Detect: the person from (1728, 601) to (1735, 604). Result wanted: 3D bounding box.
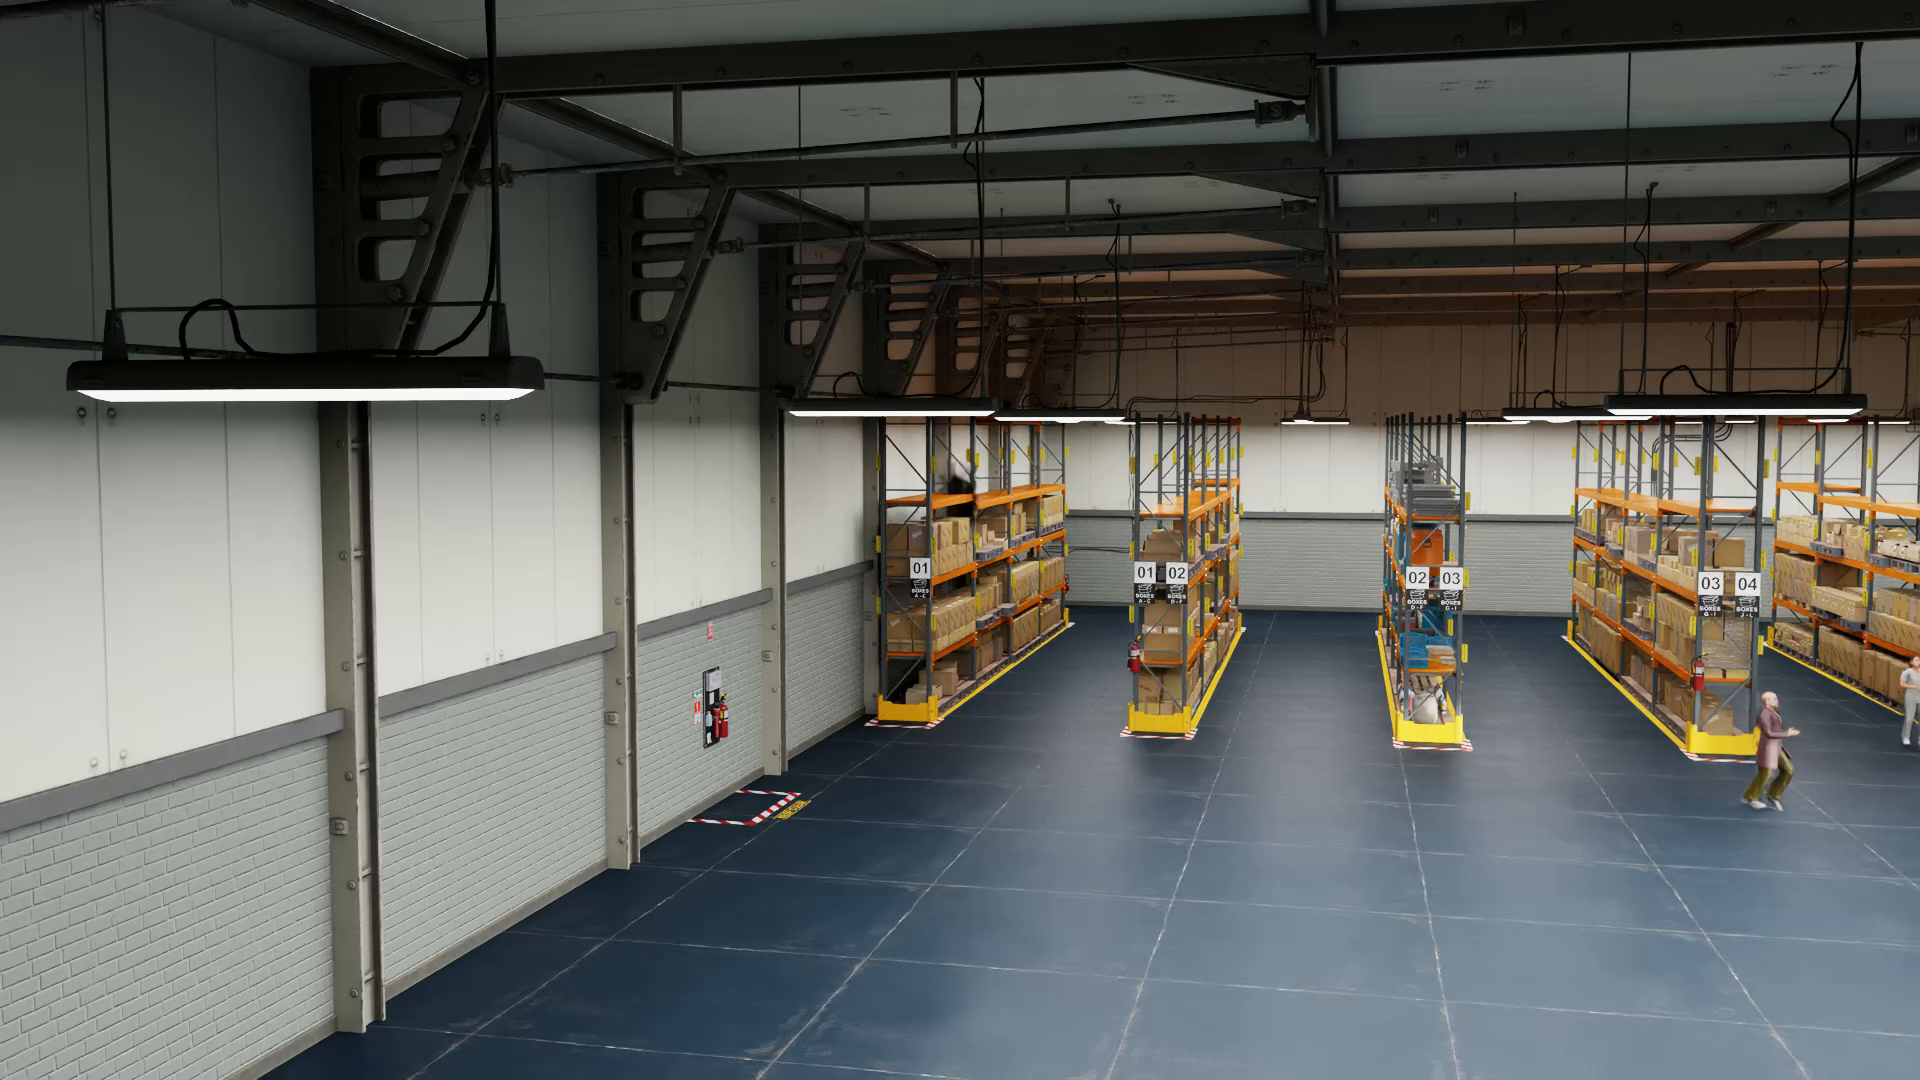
[{"bbox_3d":[19.925,2.005,43.315,0.709,1.606,0.466,2,4,27],"label":"person"}]

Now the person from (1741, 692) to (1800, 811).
[{"bbox_3d":[12.092,3.170,24.783,0.779,1.830,0.698,3,5,42],"label":"person"}]

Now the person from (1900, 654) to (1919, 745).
[{"bbox_3d":[16.984,2.887,29.569,0.571,1.737,0.708,1,4,9],"label":"person"}]
